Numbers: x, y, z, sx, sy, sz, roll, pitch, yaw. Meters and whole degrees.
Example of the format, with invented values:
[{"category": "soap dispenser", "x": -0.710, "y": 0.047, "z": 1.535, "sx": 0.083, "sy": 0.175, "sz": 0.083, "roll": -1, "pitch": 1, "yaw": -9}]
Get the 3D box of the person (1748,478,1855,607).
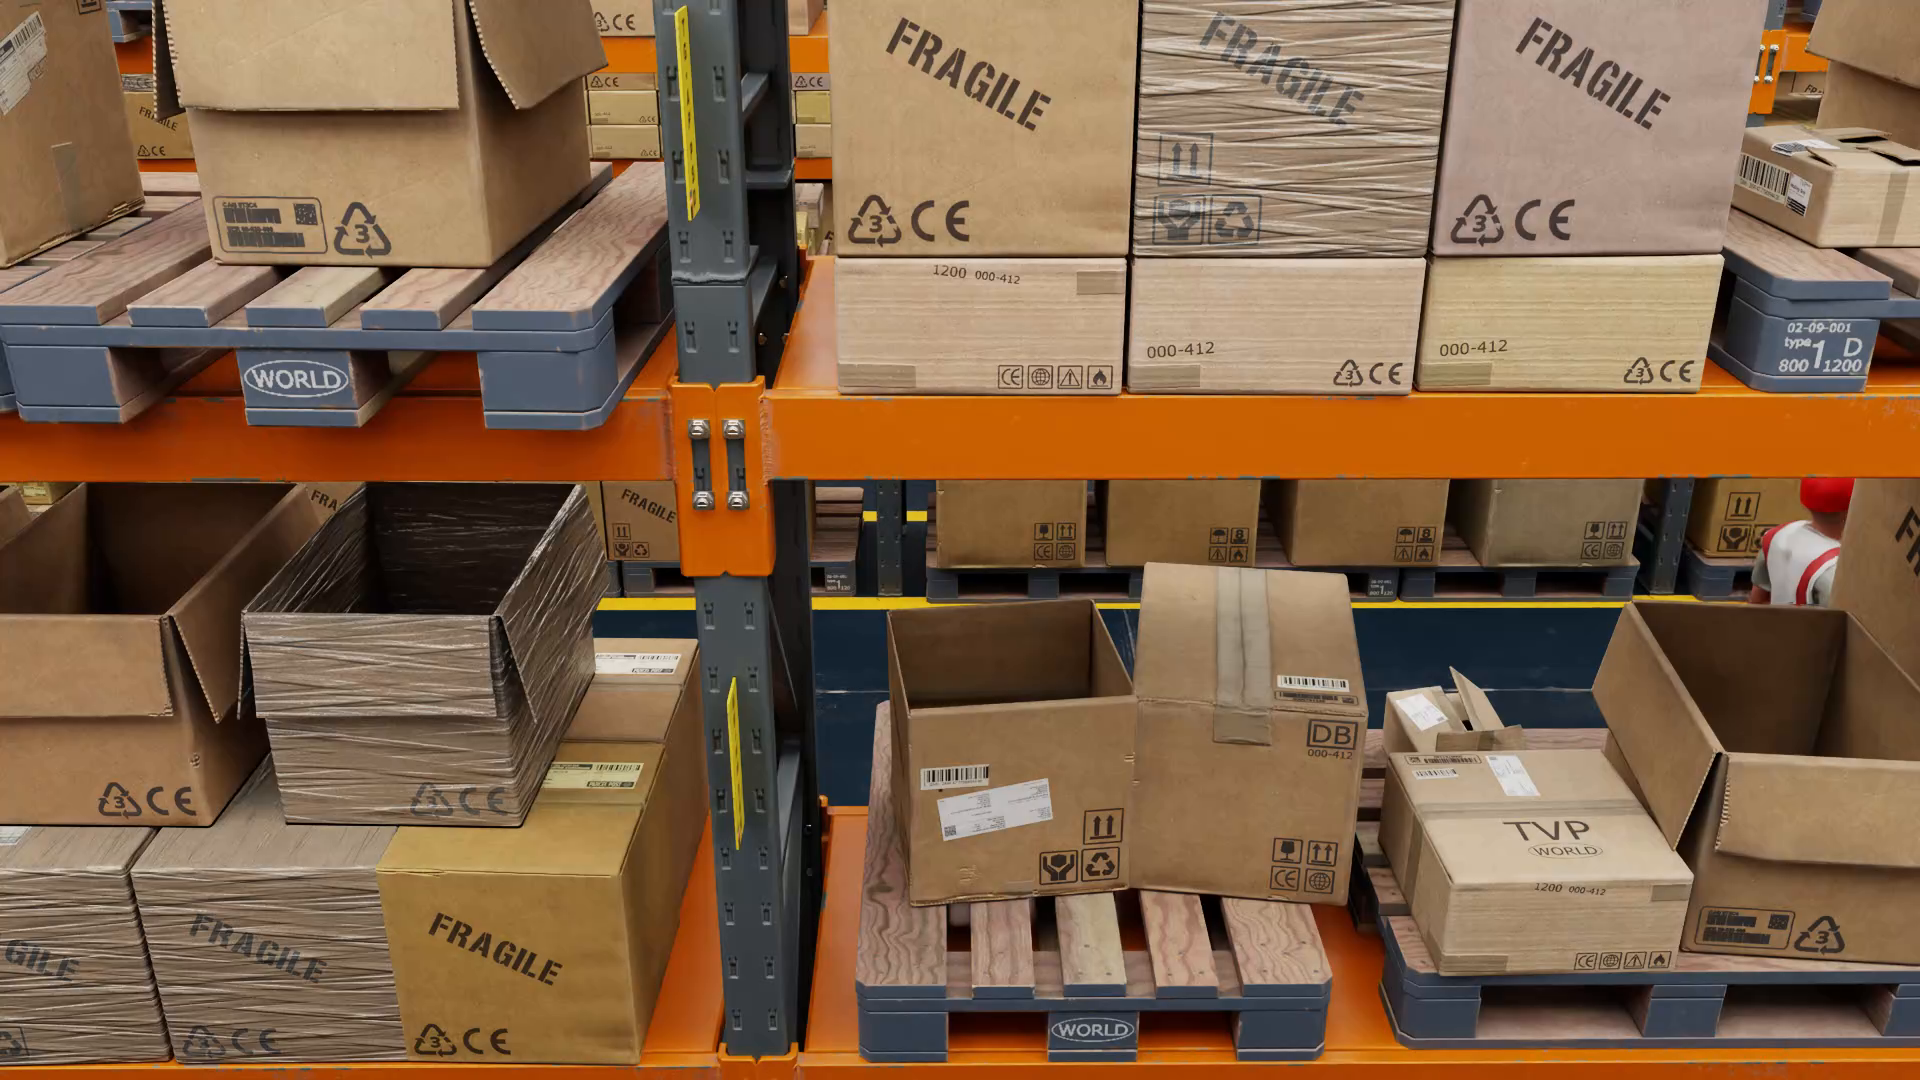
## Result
[{"category": "person", "x": 3.059, "y": 0.523, "z": 5.890, "sx": 1.027, "sy": 1.742, "sz": 0.534, "roll": 1, "pitch": 24, "yaw": 3}]
